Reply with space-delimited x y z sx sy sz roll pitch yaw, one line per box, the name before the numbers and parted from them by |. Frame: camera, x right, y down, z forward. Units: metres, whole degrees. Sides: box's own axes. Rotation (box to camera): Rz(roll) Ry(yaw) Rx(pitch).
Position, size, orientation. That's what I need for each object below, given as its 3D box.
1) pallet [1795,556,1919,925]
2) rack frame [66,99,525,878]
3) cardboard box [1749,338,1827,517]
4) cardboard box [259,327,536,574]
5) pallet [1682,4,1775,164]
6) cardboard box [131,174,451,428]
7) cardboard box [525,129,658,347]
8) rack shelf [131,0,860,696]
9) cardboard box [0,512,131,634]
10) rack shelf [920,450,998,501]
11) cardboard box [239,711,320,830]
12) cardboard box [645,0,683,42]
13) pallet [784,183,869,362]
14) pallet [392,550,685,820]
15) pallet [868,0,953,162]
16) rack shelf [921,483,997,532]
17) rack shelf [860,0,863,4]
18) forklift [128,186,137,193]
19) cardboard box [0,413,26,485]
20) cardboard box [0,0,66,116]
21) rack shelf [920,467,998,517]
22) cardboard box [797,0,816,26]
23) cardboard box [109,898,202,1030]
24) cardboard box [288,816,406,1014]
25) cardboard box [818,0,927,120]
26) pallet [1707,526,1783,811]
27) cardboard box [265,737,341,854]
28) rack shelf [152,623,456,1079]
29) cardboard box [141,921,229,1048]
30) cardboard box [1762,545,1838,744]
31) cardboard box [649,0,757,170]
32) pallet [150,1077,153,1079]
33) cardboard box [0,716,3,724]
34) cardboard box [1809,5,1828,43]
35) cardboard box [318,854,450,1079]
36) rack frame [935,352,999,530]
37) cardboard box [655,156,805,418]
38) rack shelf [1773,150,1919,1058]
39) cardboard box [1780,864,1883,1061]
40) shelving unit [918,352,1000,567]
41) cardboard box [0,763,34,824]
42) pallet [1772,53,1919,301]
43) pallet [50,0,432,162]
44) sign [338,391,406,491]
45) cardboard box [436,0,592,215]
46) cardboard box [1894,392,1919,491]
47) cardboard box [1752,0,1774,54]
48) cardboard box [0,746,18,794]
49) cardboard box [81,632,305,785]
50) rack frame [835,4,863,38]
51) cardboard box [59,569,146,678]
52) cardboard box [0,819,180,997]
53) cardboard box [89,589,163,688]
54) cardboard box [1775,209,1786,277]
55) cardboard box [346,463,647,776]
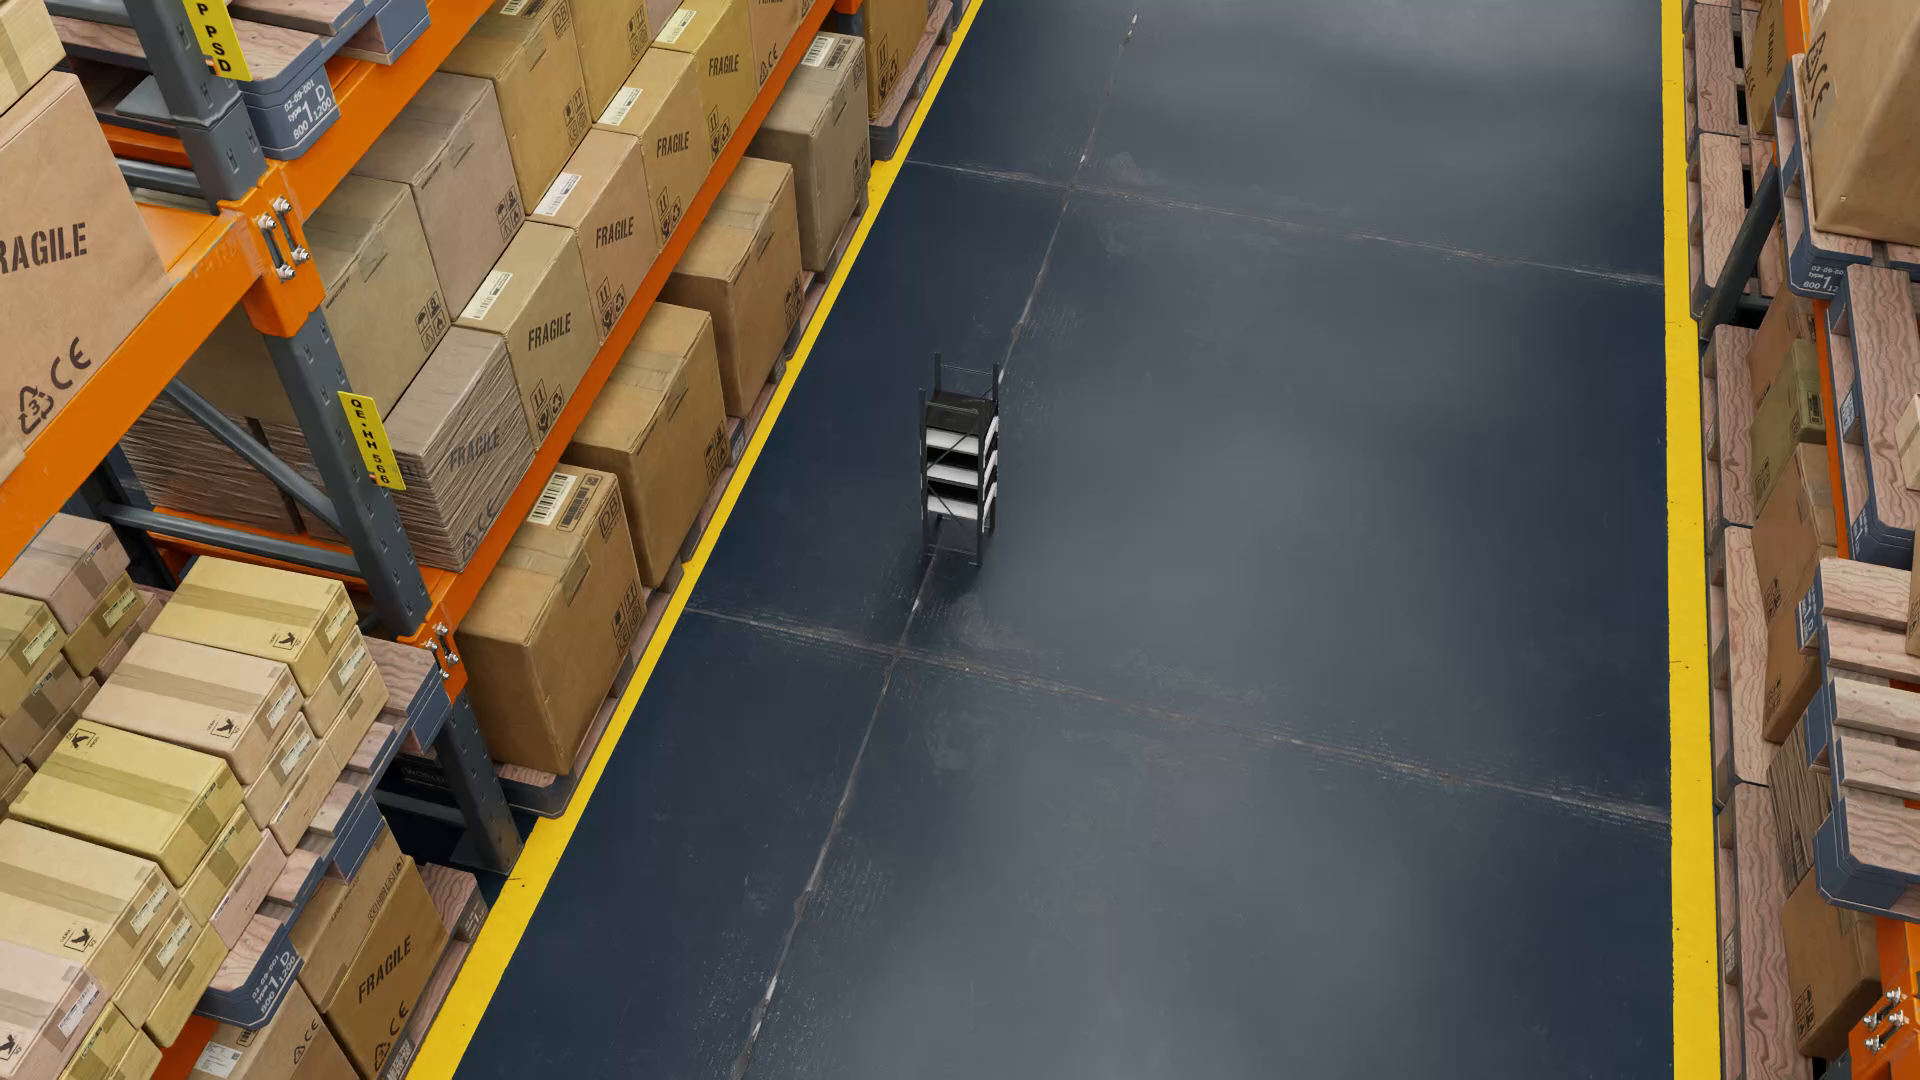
pallet | 2.844 0.590 4.275 1.213 0.211 1.003 12 50 10
rack frame | -2.000 0.011 4.658 1.000 3.000 0.127 12 50 10
cardboard box | 3.485 -0.367 6.366 0.700 0.500 0.500 11 50 10
cardboard box | -1.621 -0.293 4.860 0.500 0.500 0.500 12 50 10
pallet | 4.273 -2.285 8.545 1.003 0.211 1.213 12 50 10
cardboard box | -1.872 -0.675 4.531 0.700 0.500 0.500 11 50 10
cardboard box | -1.357 -1.026 5.507 0.500 0.500 0.500 12 50 10
rack shelf | -1.473 -1.197 6.205 1.077 0.370 4.000 12 50 10
cardboard box | -2.309 0.058 4.108 0.380 0.149 0.250 12 50 10
rack shelf | -0.002 -0.270 6.351 0.258 0.077 0.200 12 50 10
cardboard box | -1.759 0.498 3.918 0.380 0.149 0.250 13 50 11
cardboard box | -1.339 -2.148 5.830 0.700 0.500 0.500 12 50 10
pallet | -1.077 -1.386 7.752 1.003 0.211 1.213 12 50 10
pallet | -1.720 0.379 6.194 1.003 0.211 1.213 12 50 10
pallet | -0.671 -2.494 8.729 1.003 0.211 1.213 12 50 10
rack shelf | -0.002 -0.151 6.486 0.258 0.077 0.200 12 50 10
rack shelf | -0.421 -4.091 8.758 1.077 0.370 4.000 12 50 10
forklift | -3.192 -2.296 6.740 1.130 2.935 3.031 -18 51 -15
cardboard box | -2.024 -0.187 2.766 0.500 0.500 0.500 12 50 10
cardboard box | -1.856 -0.924 2.906 0.396 0.266 0.258 12 50 10
rack shelf | -0.002 -0.210 6.419 0.258 0.077 0.200 12 50 10
cardboard box | -0.826 -2.485 6.795 0.500 0.500 0.500 11 50 10
cardboard box | -1.892 0.869 3.590 0.380 0.149 0.250 12 50 10
cardboard box | -1.927 0.998 4.675 0.500 0.250 0.500 11 49 9
cardboard box | -0.714 -2.759 8.240 0.875 0.875 0.875 12 50 11
pallet | 3.289 0.541 6.050 1.003 0.211 1.213 12 50 10
cardboard box | -1.753 0.582 4.042 0.380 0.149 0.250 11 50 10
rack shelf | -2.526 1.696 3.651 1.077 0.370 4.000 12 50 10
cardboard box | -1.890 0.948 3.719 0.380 0.149 0.250 11 49 10
cardboard box | 3.192 0.441 5.653 0.700 0.500 0.500 15 50 13
cardboard box | -1.092 -1.754 6.149 0.500 0.500 0.500 12 50 10
pallet | -2.481 1.515 3.459 1.003 0.211 1.213 12 50 10
cardboard box | -2.445 0.426 3.783 0.380 0.149 0.250 11 50 10
cardboard box | 3.585 -1.960 6.566 0.380 0.149 0.250 12 50 10
cardboard box | -1.921 1.227 4.972 0.500 0.500 0.500 11 50 10
rack frame | 0.025 -0.365 6.391 0.240 0.900 0.006 12 50 10
cardboard box | -1.281 -1.113 6.871 1.050 0.750 0.750 12 50 10
rack shelf | 3.285 -0.145 5.276 1.077 0.370 4.000 12 50 10
cardboard box | 2.916 1.256 4.933 0.700 0.500 0.500 9 49 8
shelving unit | -0.002 -0.292 6.326 0.258 0.900 0.210 12 50 10
cardboard box | -2.454 0.629 4.001 0.380 0.149 0.250 14 50 12
pallet | 3.470 -1.242 5.893 1.003 0.211 1.213 12 50 10
pallet | -1.881 -1.395 4.025 1.213 0.211 1.003 14 50 12
sign | -1.474 -0.245 4.165 0.100 0.325 0.005 12 50 10
cardboard box | -1.607 -1.413 5.182 0.700 0.500 0.500 11 49 9
cardboard box | 2.937 -0.291 4.734 0.396 0.266 0.258 10 49 9
cardboard box | 4.377 -2.699 8.437 0.500 0.500 0.500 16 50 14
cardboard box | -2.457 0.557 3.865 0.380 0.149 0.250 10 49 9
cardboard box | -1.755 0.385 3.819 0.380 0.149 0.250 11 49 10
rack frame | -0.947 -2.882 7.212 1.000 3.000 0.127 12 50 10
cardboard box | -2.321 0.167 4.210 0.380 0.149 0.250 14 50 12
cardboard box | -1.890 0.768 3.481 0.380 0.149 0.250 13 50 11
cardboard box | -2.312 0.239 4.344 0.380 0.149 0.250 11 49 10
cardboard box | 3.955 -1.423 7.311 0.500 0.500 0.500 10 49 9
cardboard box | -1.753 0.194 5.717 1.050 0.750 0.750 11 49 10
